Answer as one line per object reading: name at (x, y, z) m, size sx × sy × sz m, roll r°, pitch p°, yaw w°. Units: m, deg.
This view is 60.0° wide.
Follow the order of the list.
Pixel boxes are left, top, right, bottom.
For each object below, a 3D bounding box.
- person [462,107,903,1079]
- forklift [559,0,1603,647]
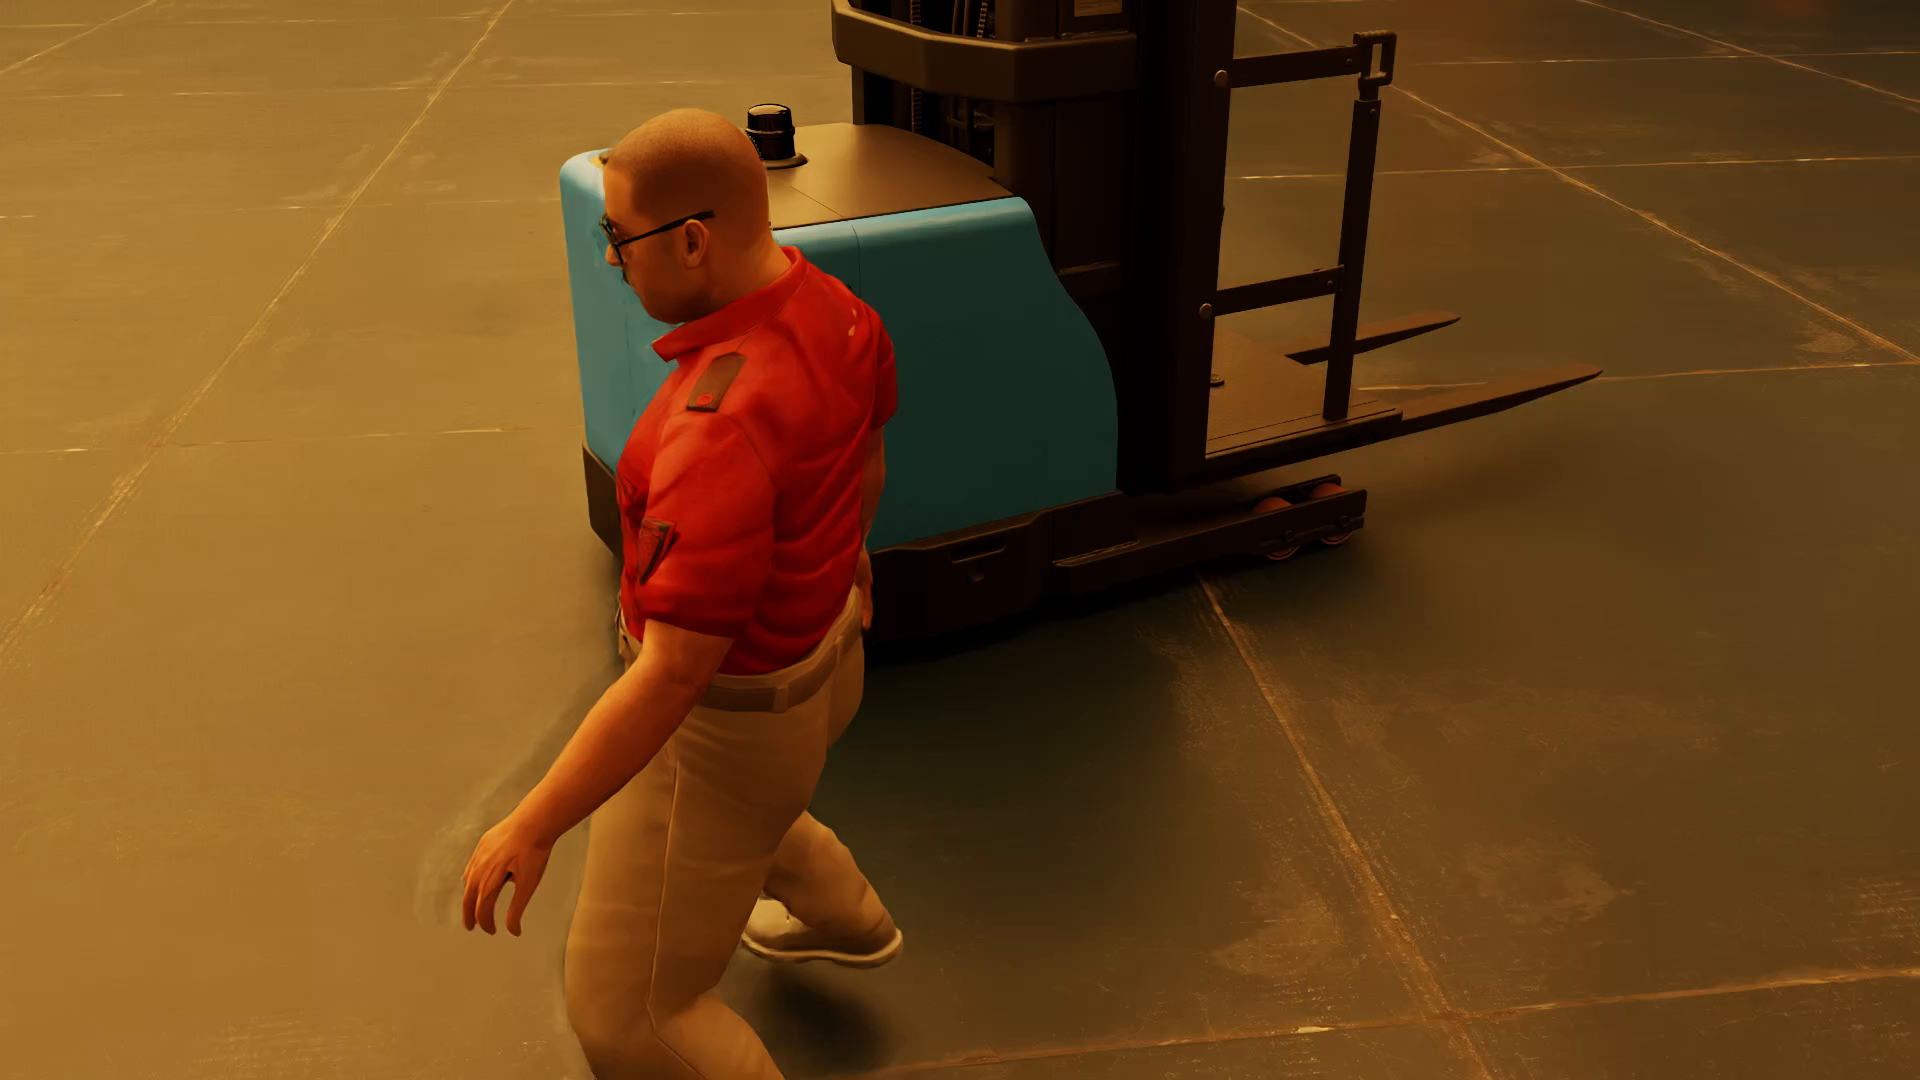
person at (-0.336, 0.204, 2.350) m, size 0.583 × 1.627 × 0.947 m, roll 7°, pitch 27°, yaw 14°
forklift at (0.529, -1.451, 4.240) m, size 3.031 × 2.935 × 1.130 m, roll -14°, pitch 29°, yaw -26°
